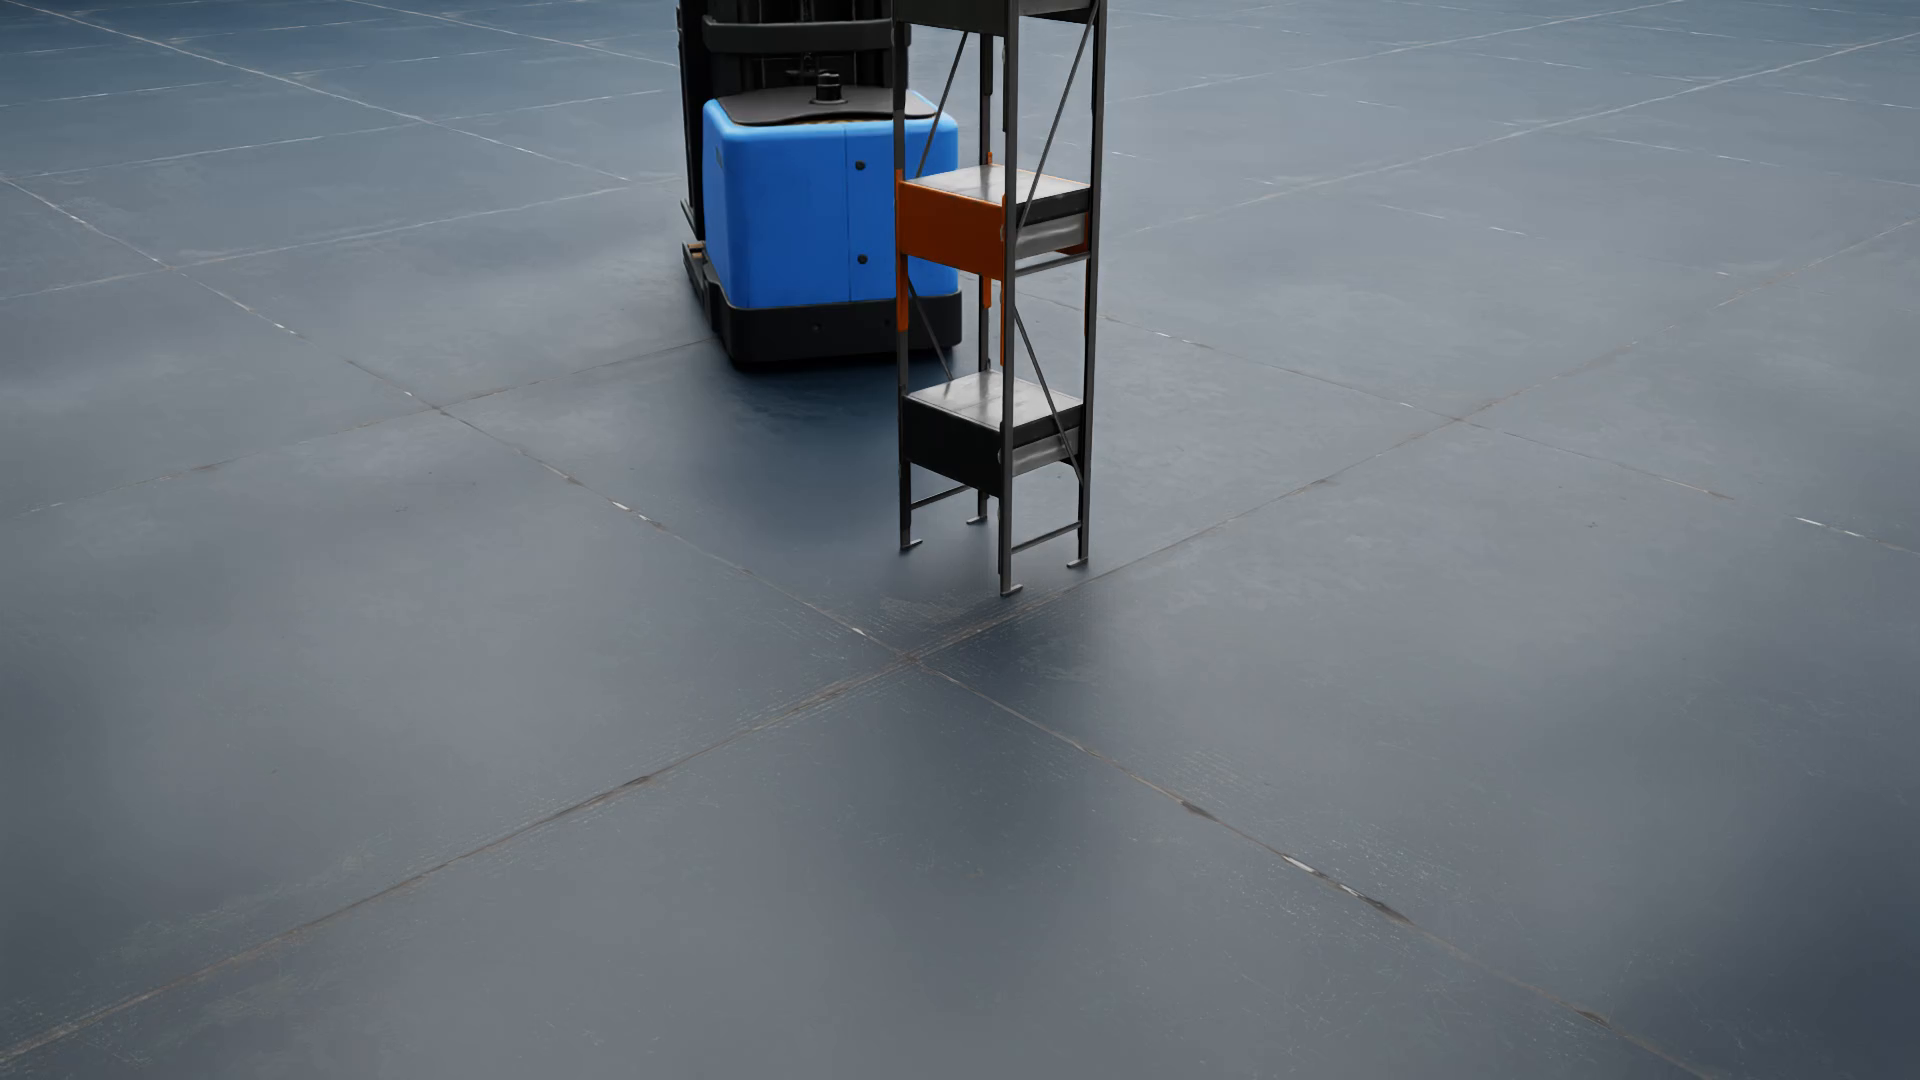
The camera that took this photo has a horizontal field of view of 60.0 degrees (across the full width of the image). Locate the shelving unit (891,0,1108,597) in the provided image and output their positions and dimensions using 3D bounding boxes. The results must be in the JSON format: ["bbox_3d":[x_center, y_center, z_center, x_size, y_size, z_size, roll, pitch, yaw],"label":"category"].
[{"bbox_3d":[0.113,-0.905,5.204,0.431,2.100,0.503,-21,32,-38],"label":"shelving unit"}]

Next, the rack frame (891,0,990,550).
[{"bbox_3d":[-0.054,-0.979,5.366,0.400,2.100,0.015,-21,32,-38],"label":"rack frame"}]

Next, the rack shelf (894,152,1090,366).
[{"bbox_3d":[0.113,-0.893,5.210,0.431,0.518,0.480,-21,32,-38],"label":"rack shelf"}]

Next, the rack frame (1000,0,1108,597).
[{"bbox_3d":[0.280,-0.831,5.042,0.400,2.100,0.015,-21,32,-38],"label":"rack frame"}]

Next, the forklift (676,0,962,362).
[{"bbox_3d":[-0.852,-2.698,8.134,1.130,2.935,3.031,-6,25,-13],"label":"forklift"}]

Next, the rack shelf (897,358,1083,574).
[{"bbox_3d":[0.113,-0.256,5.500,0.431,0.518,0.480,-21,32,-38],"label":"rack shelf"}]

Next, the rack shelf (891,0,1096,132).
[{"bbox_3d":[0.113,-1.530,4.919,0.431,0.518,0.480,-21,32,-38],"label":"rack shelf"}]
